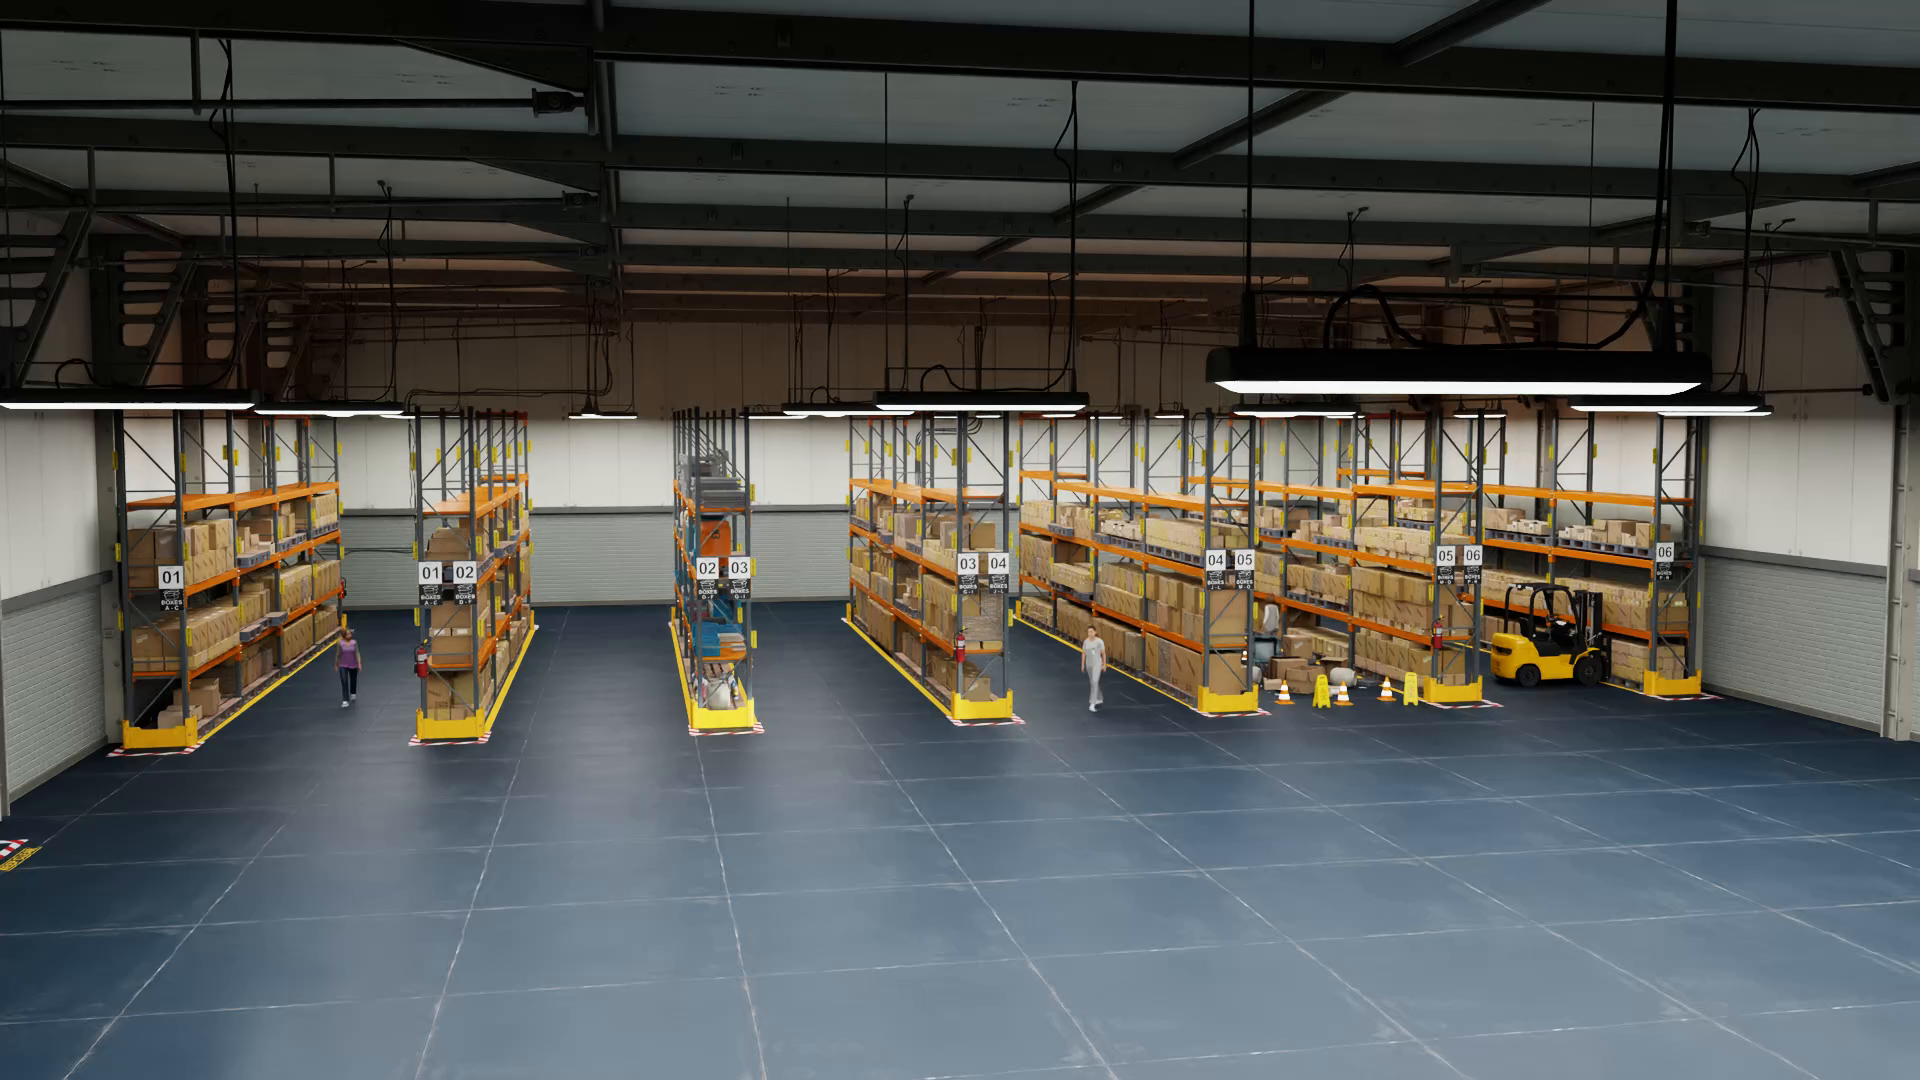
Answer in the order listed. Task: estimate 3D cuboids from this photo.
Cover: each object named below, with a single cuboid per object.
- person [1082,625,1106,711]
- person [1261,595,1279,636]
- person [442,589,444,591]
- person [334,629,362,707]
[{"bbox_3d":[2.663,2.523,33.265,0.490,1.650,0.851,3,5,37],"label":"person"},{"bbox_3d":[7.495,2.114,39.829,0.485,1.574,0.533,-3,5,-35],"label":"person"},{"bbox_3d":[-13.785,1.725,44.770,0.477,1.580,1.037,0,4,-6],"label":"person"},{"bbox_3d":[-12.359,2.549,33.569,0.527,1.536,1.009,-1,4,-19],"label":"person"}]
